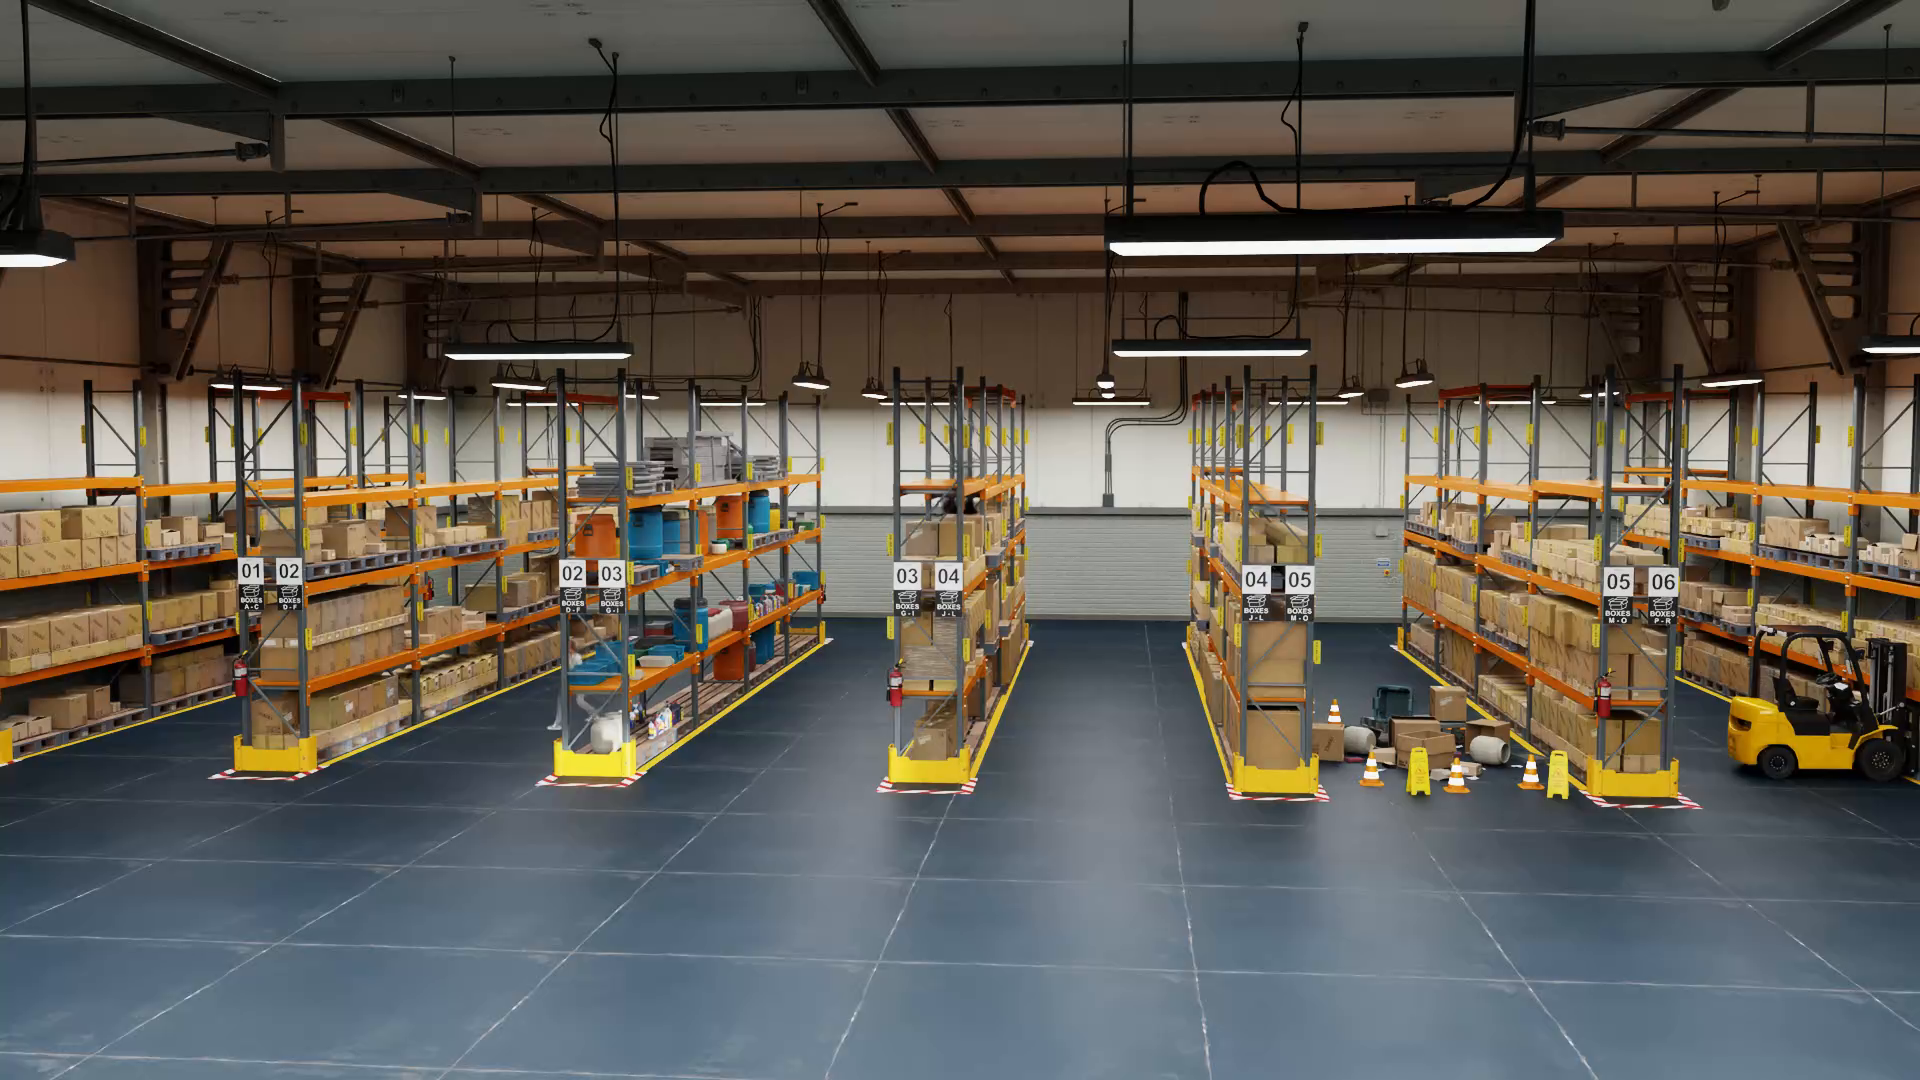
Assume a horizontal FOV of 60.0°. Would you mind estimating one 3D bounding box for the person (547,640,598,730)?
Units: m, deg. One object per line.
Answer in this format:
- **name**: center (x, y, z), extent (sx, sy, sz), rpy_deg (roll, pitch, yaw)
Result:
- **person**: center (-6.620, 2.457, 28.432), extent (0.506, 1.524, 0.990), rpy_deg (2, 4, 29)
